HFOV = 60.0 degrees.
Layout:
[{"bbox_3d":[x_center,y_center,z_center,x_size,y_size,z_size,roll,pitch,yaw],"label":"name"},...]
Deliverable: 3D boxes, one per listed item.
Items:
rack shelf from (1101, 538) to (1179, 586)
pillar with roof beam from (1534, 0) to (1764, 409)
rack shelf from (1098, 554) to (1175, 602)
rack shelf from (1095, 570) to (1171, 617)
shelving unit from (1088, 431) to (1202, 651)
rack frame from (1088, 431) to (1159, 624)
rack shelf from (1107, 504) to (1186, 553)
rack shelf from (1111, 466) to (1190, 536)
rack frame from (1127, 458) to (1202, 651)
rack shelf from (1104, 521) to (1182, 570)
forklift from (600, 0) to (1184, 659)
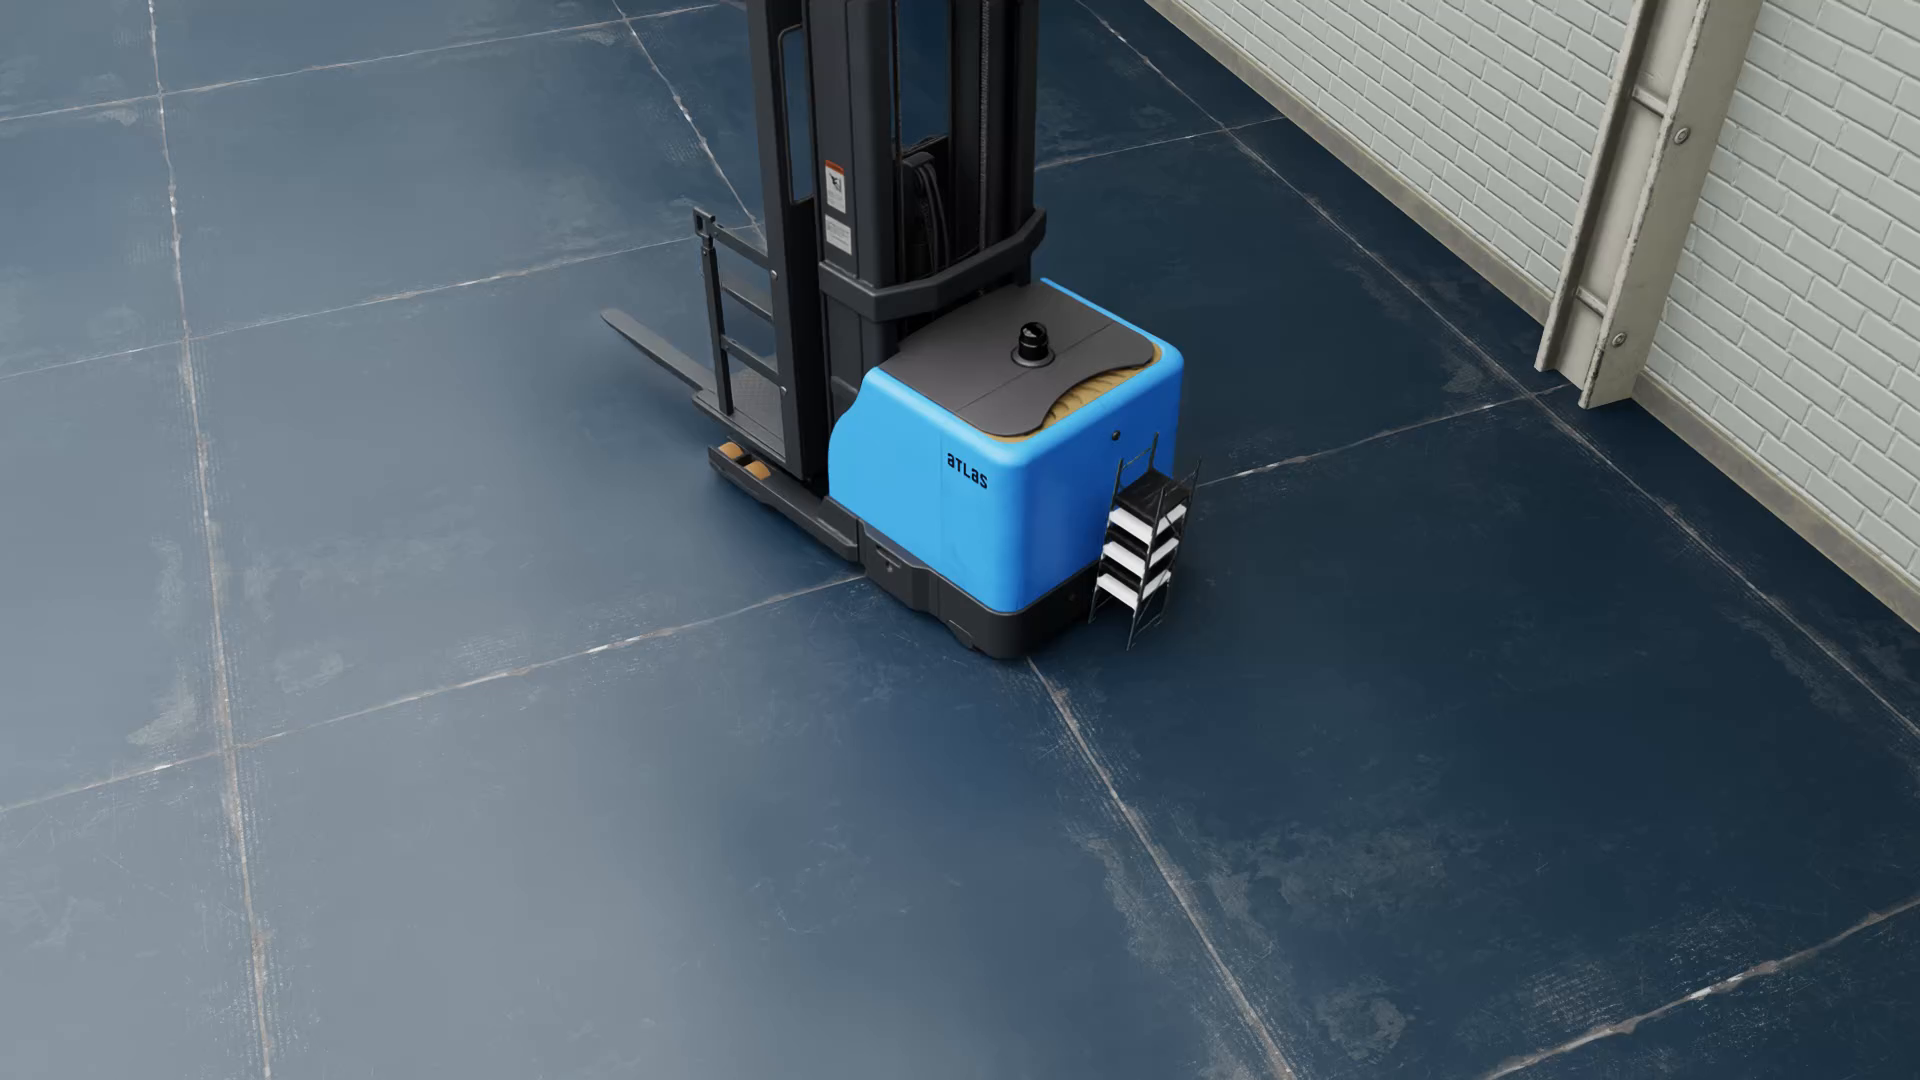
[{"bbox_3d":[0.715,0.041,6.550,0.200,0.077,0.258,35,51,26],"label":"rack shelf"},{"bbox_3d":[-0.914,-3.121,3.978,9.100,9.000,0.400,-15,43,-17],"label":"pillar with roof beam"},{"bbox_3d":[0.708,0.105,6.613,0.200,0.077,0.258,35,51,26],"label":"rack shelf"},{"bbox_3d":[0.701,0.169,6.676,0.200,0.077,0.258,35,51,26],"label":"rack shelf"},{"bbox_3d":[0.717,0.017,6.527,0.210,0.900,0.258,35,51,26],"label":"shelving unit"},{"bbox_3d":[0.642,-0.035,6.571,0.006,0.900,0.240,35,51,26],"label":"rack frame"},{"bbox_3d":[0.728,-0.087,6.424,0.200,0.077,0.258,35,51,26],"label":"rack shelf"},{"bbox_3d":[0.735,-0.151,6.361,0.200,0.077,0.258,35,51,26],"label":"rack shelf"},{"bbox_3d":[0.792,0.069,6.482,0.006,0.900,0.240,35,51,26],"label":"rack frame"},{"bbox_3d":[0.721,-0.023,6.487,0.200,0.077,0.258,35,51,26],"label":"rack shelf"},{"bbox_3d":[-0.492,-1.505,6.752,1.130,2.935,3.031,-32,50,-32],"label":"forklift"}]
